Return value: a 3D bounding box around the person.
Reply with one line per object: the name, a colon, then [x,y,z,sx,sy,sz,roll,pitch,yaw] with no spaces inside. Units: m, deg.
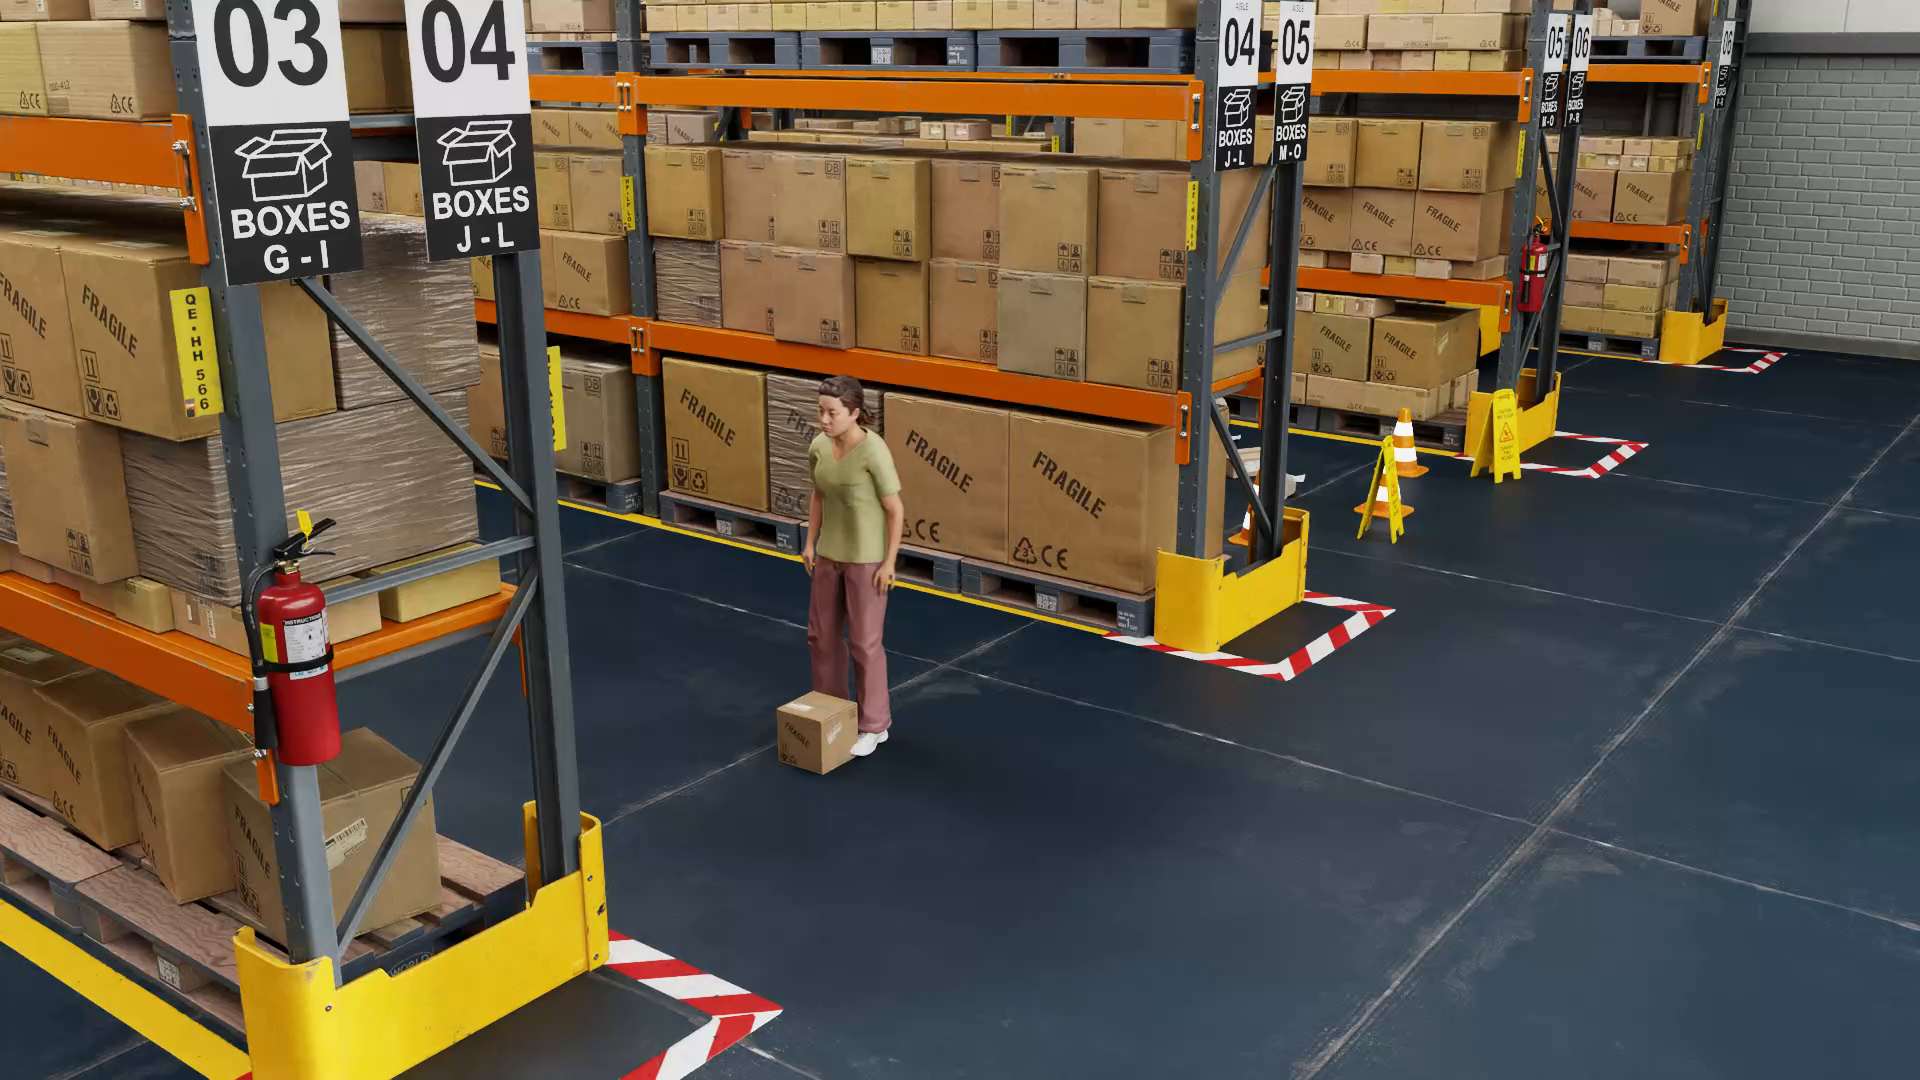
person: [-0.481,0.096,7.220,0.500,1.673,0.355,12,20,35]
